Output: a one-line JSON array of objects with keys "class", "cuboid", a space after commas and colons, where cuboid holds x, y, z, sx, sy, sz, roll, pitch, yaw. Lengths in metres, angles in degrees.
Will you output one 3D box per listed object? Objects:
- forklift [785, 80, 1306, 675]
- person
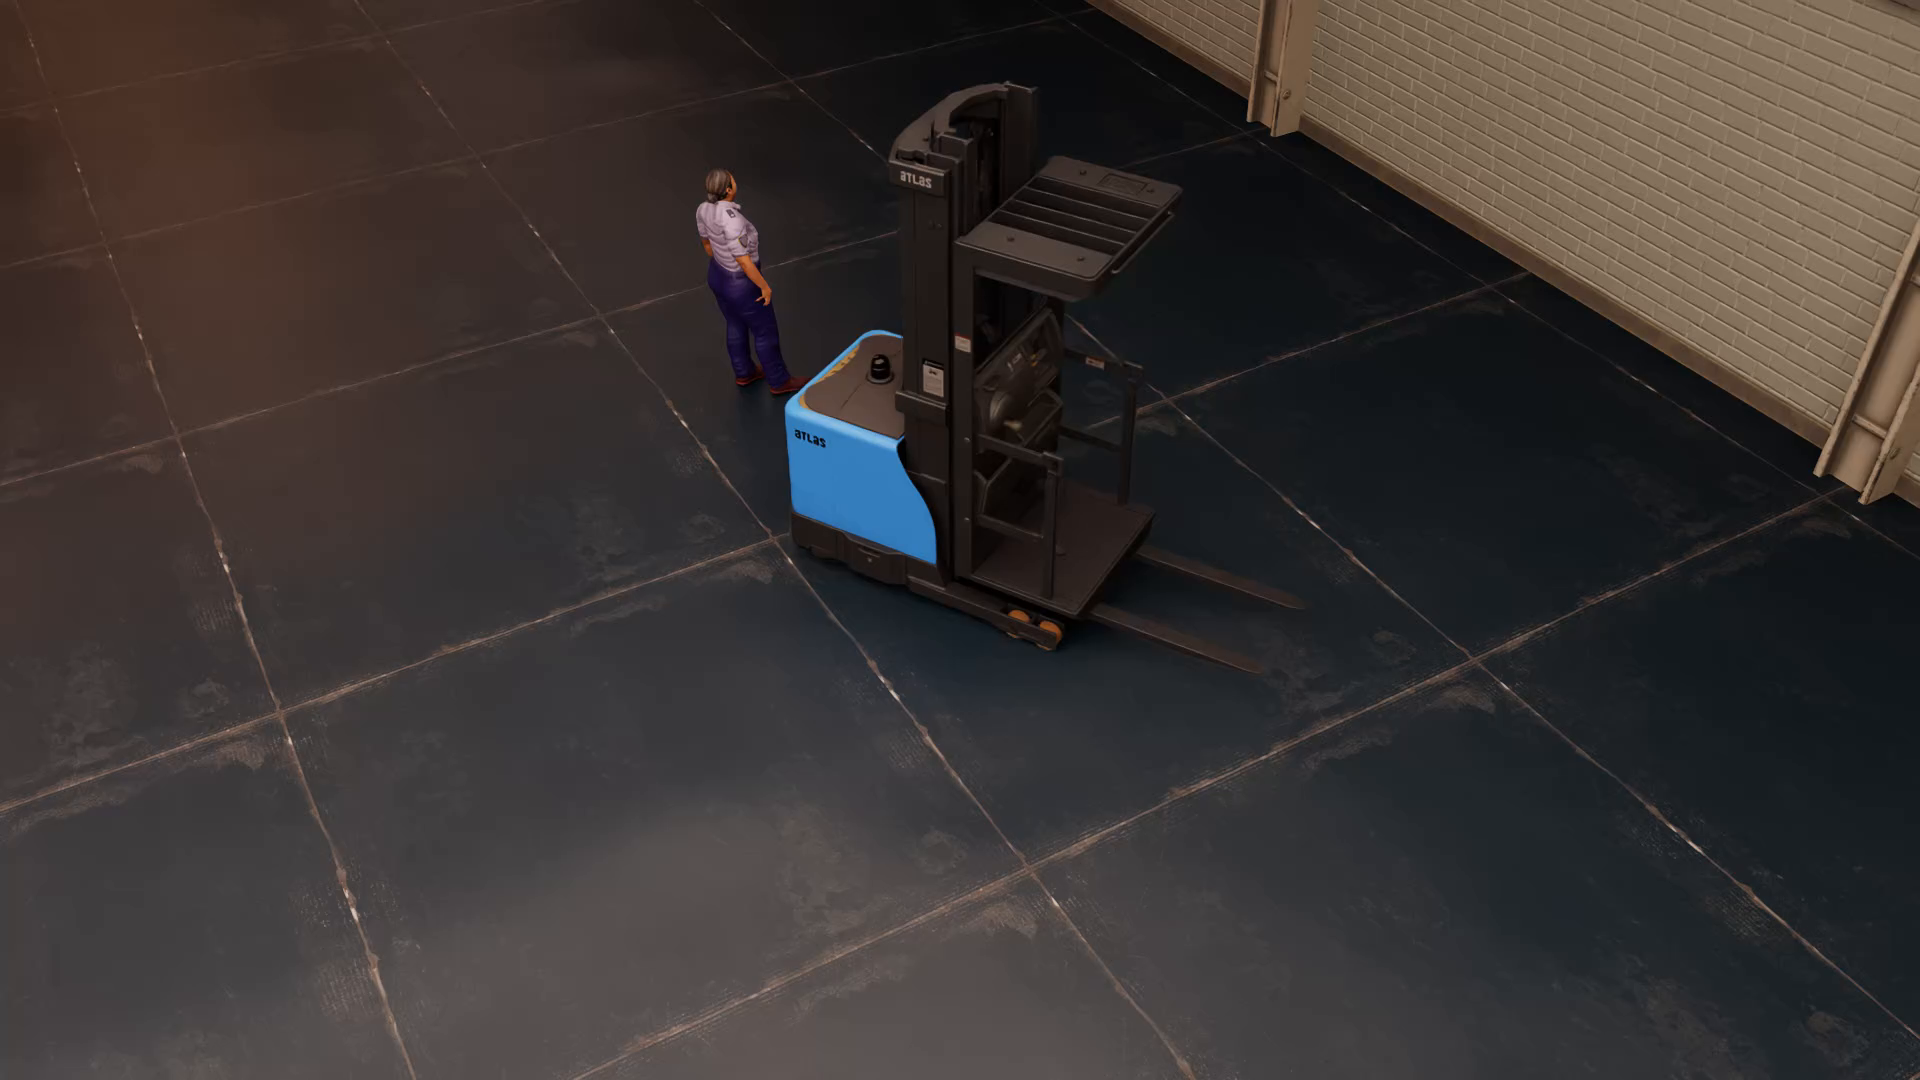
[{"class": "forklift", "cuboid": [0.506, -0.886, 9.104, 3.031, 2.935, 1.130, 20, 44, 22]}, {"class": "person", "cuboid": [-1.406, -1.756, 11.148, 0.504, 1.650, 0.595, -29, 48, -31]}]
